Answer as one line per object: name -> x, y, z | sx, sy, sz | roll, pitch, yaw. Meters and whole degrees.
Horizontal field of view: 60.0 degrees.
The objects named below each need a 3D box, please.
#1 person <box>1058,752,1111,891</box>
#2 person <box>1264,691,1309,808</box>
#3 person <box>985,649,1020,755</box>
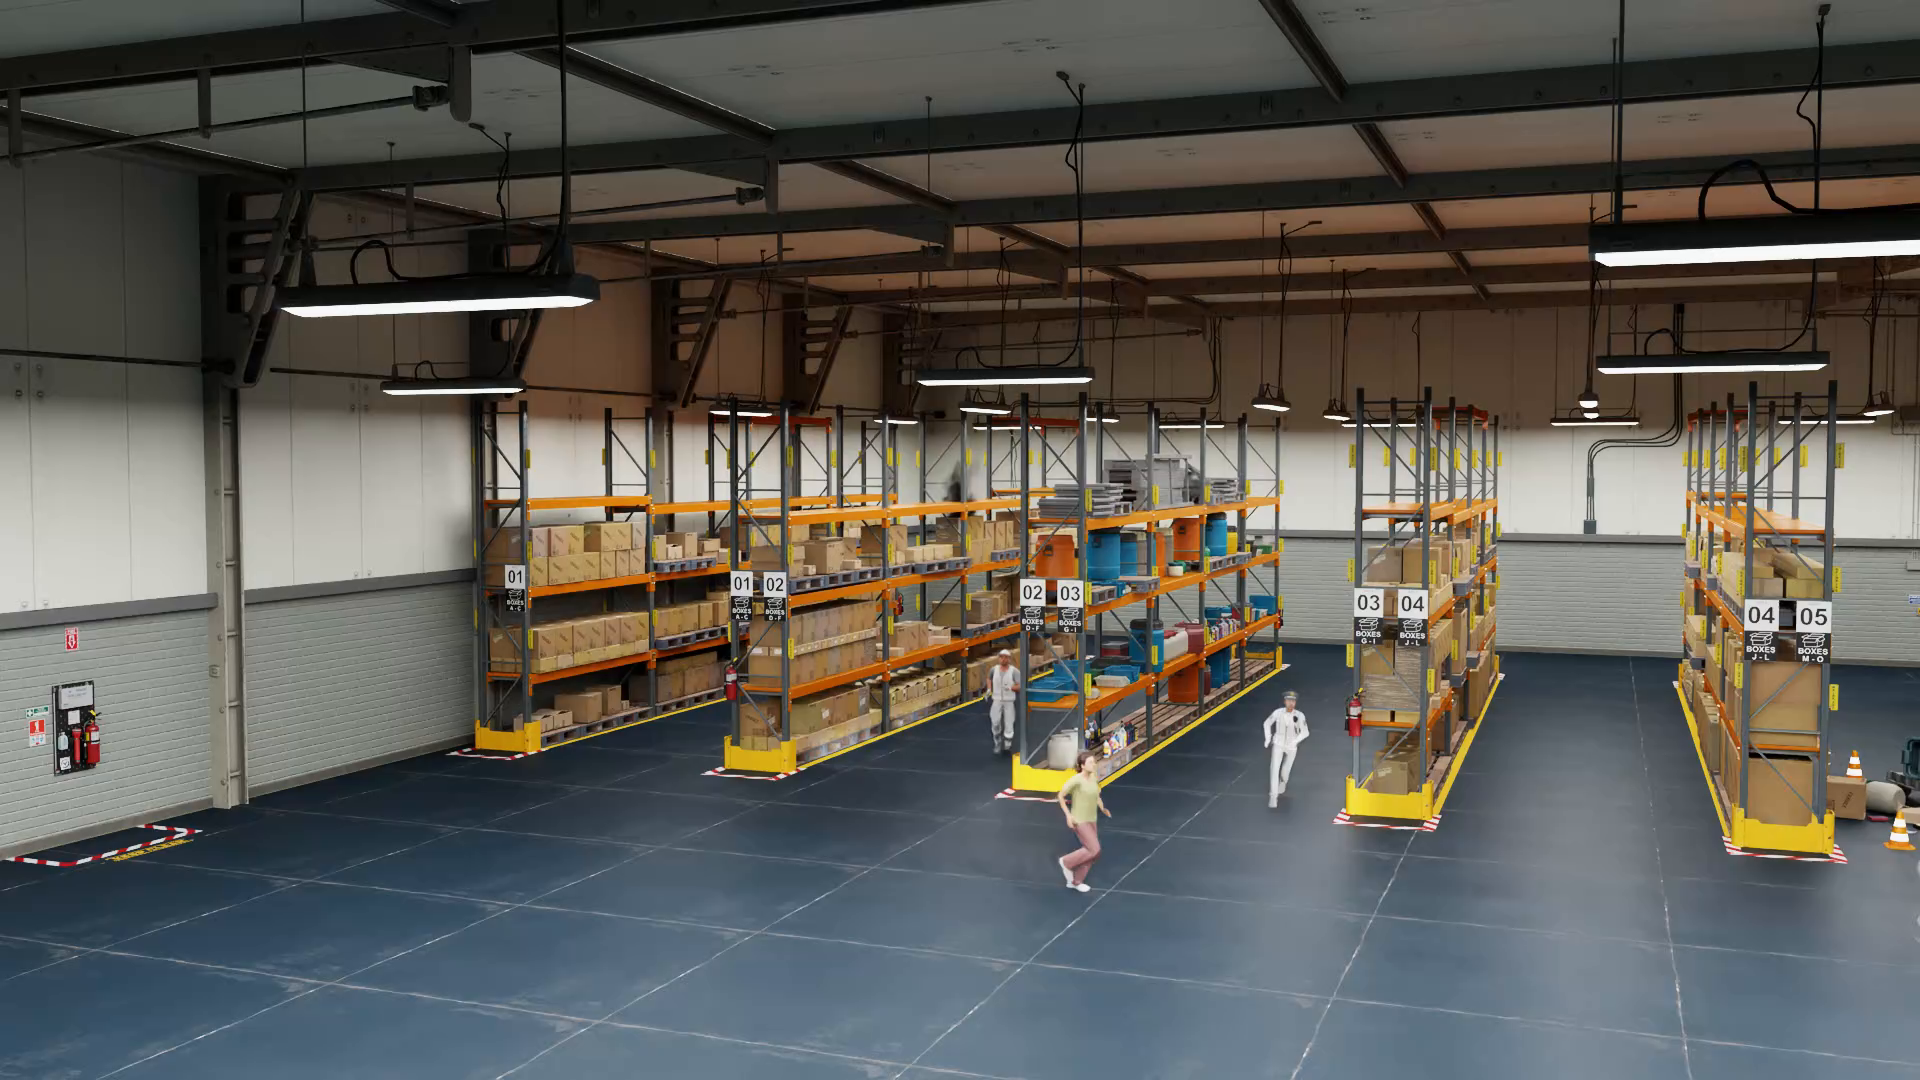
person -> 1.450, 3.257, 19.221 | 0.576, 1.622, 0.569 | 2, 4, 41
person -> 4.736, 3.021, 24.165 | 0.652, 1.688, 0.766 | 1, 3, 16
person -> 0.728, 2.740, 28.089 | 0.641, 1.785, 0.701 | 0, 3, 8
